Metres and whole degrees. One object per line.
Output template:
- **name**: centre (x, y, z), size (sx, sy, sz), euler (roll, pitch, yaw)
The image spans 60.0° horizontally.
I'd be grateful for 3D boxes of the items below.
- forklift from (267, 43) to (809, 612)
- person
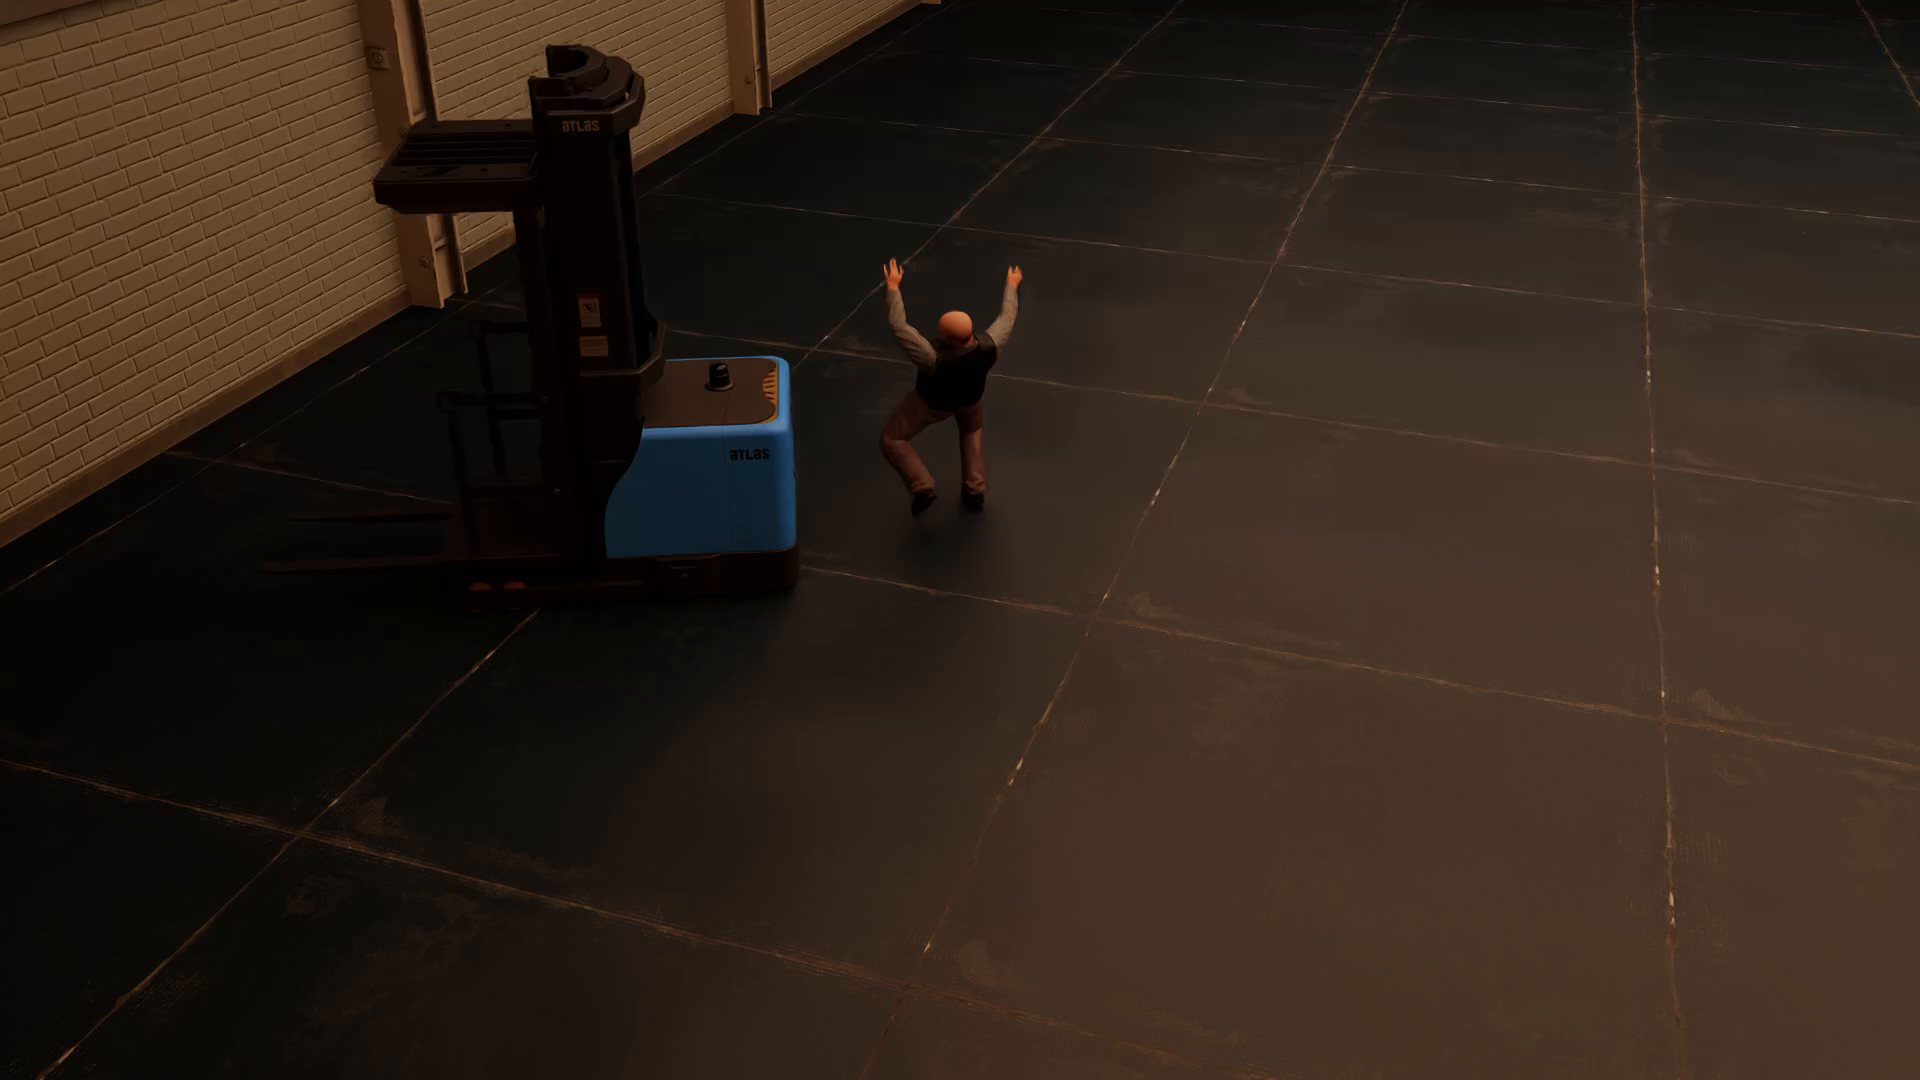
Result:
- **forklift**: centre (-2.419, -1.139, 9.135), size (3.031, 2.935, 1.130), euler (-3, 30, -4)
- **person**: centre (-0.143, -0.920, 10.123), size (0.950, 1.599, 0.751), euler (-13, 32, -22)
